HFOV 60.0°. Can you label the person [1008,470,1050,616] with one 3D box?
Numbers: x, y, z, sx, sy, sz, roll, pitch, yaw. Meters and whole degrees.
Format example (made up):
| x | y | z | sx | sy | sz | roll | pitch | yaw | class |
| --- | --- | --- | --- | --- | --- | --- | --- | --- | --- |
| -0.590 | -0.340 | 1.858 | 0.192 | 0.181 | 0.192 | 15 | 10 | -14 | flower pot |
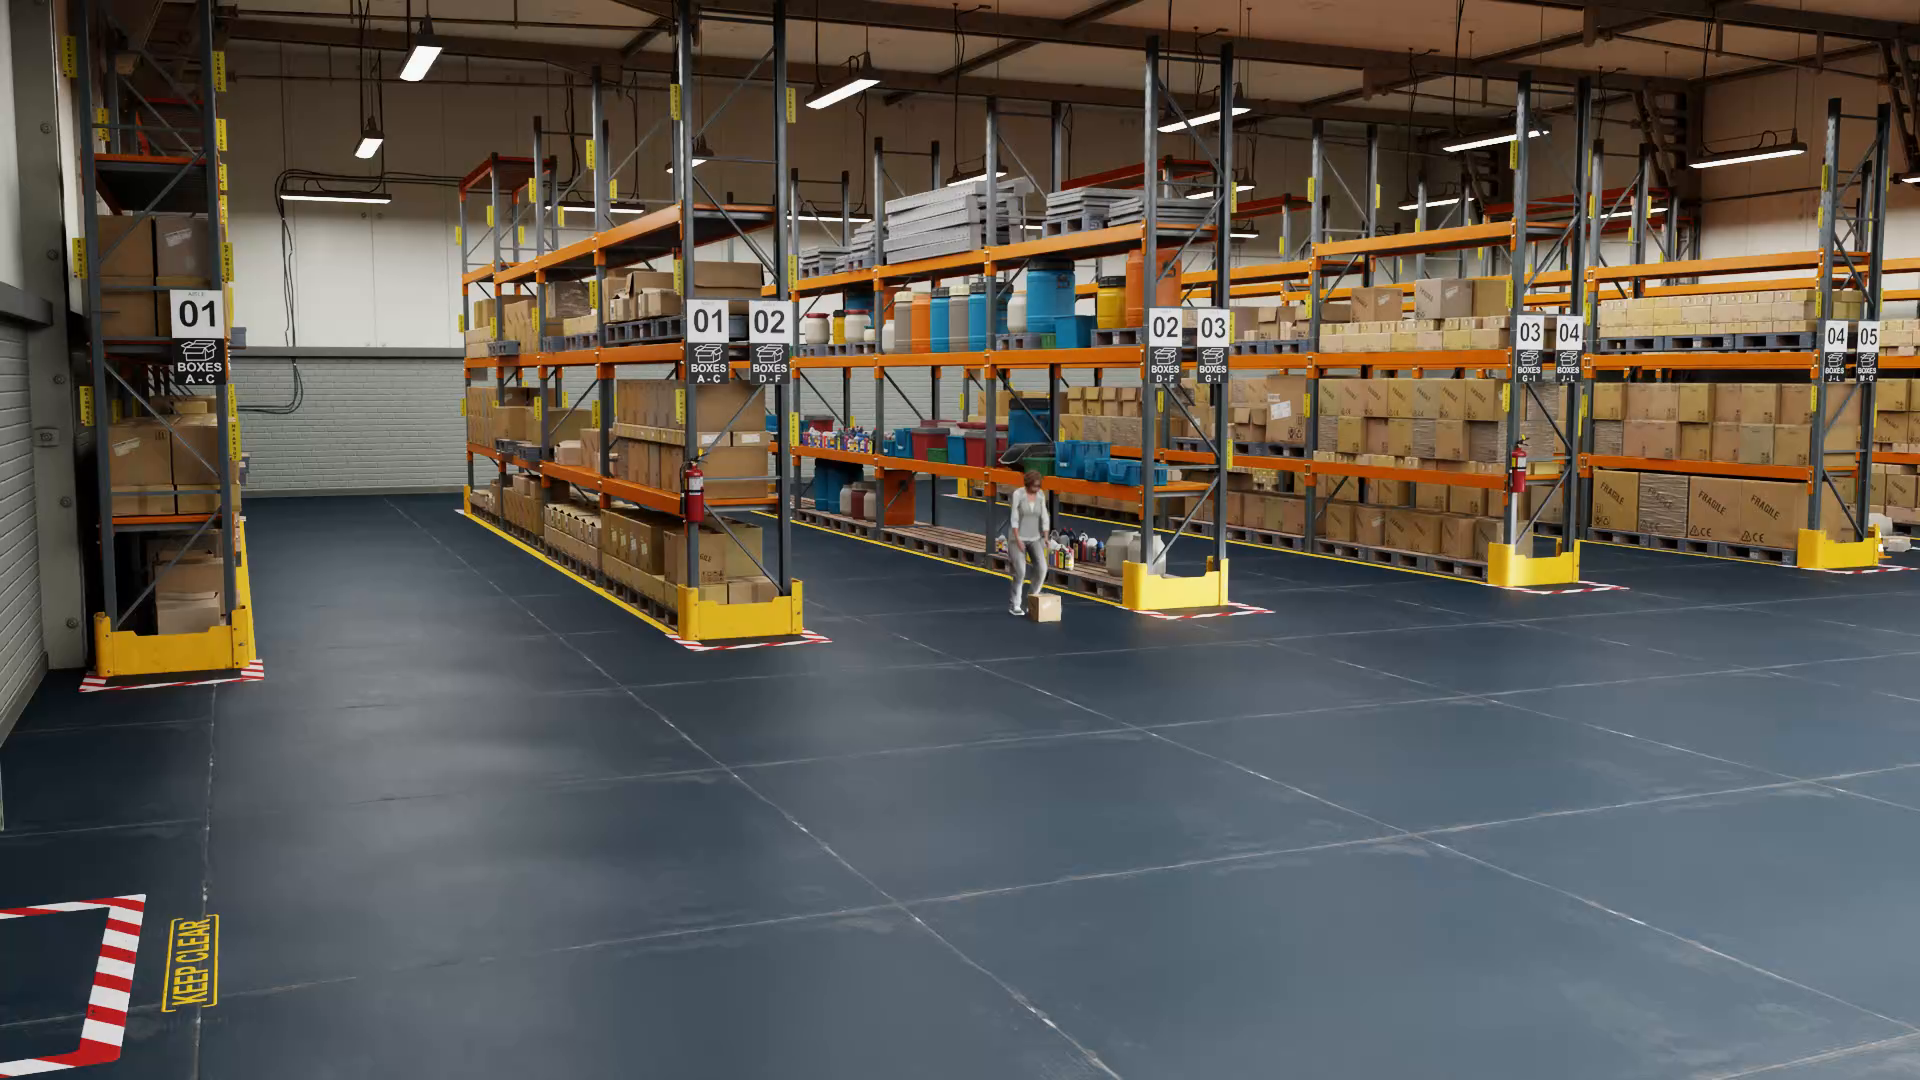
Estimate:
| x | y | z | sx | sy | sz | roll | pitch | yaw | class |
| --- | --- | --- | --- | --- | --- | --- | --- | --- | --- |
| 0.723 | 0.030 | 17.395 | 0.437 | 1.511 | 0.436 | -2 | 6 | -22 | person |
